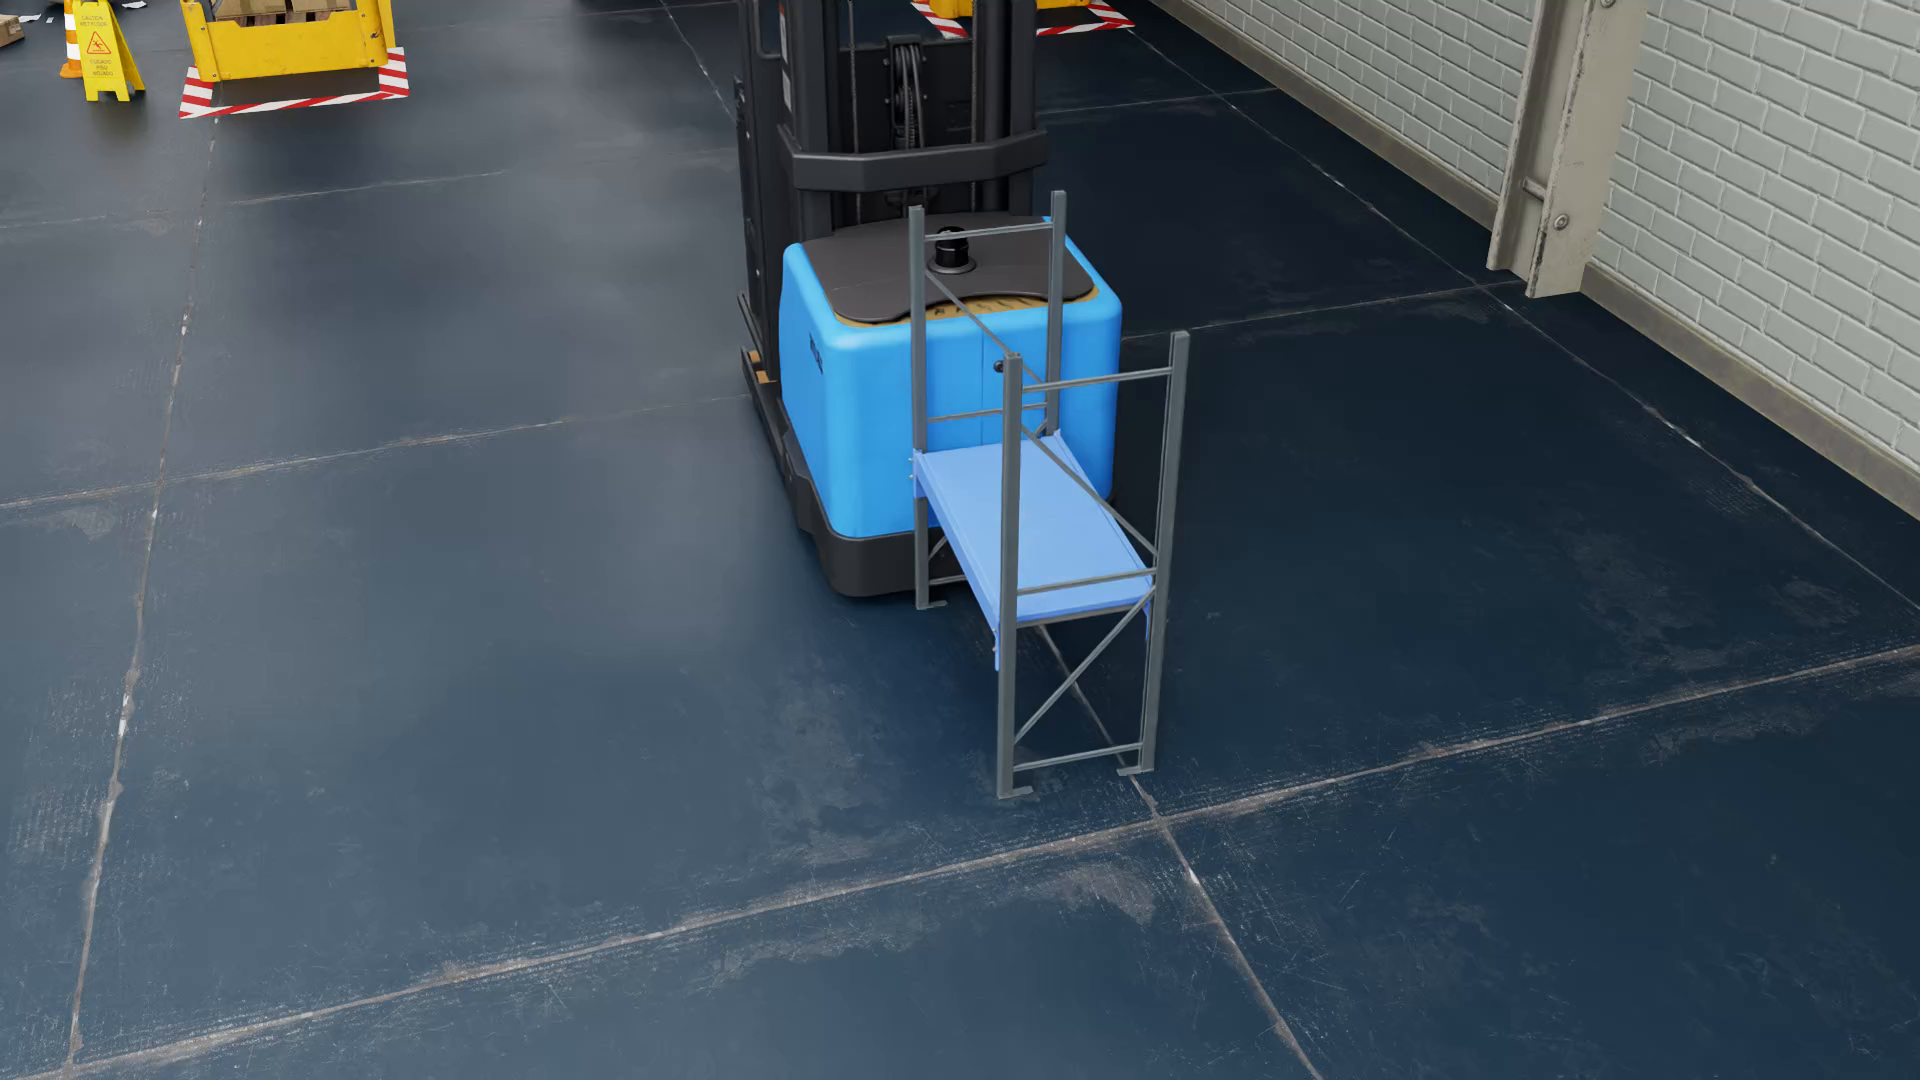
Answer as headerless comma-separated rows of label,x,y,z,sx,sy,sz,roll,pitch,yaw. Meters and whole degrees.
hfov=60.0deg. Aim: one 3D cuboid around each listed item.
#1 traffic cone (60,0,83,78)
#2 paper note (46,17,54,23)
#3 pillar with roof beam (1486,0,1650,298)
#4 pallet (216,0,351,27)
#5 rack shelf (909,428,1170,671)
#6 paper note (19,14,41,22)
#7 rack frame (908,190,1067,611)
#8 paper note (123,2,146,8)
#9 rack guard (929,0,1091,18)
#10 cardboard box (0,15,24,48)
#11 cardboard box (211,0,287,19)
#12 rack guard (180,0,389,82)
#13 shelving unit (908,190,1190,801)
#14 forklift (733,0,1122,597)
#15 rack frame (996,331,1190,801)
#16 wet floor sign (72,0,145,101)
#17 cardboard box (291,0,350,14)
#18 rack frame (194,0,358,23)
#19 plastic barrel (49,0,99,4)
traffic cone,-5.725,-3.292,10.813,0.336,0.463,0.334,-10,35,-15
paper note,-6.484,-3.705,11.847,0.032,0.001,0.123,-10,35,-15
pillar with roof beam,-1.263,-4.324,4.632,9.100,9.000,0.400,-10,35,-15
pallet,-4.603,-3.651,11.584,1.003,0.211,1.213,-10,35,-15
rack shelf,0.222,0.001,5.214,0.538,0.185,1.000,-9,34,-13
paper note,-6.666,-3.731,11.879,0.148,0.019,0.142,1,33,2
rack frame,0.087,-0.419,5.524,0.500,1.500,0.032,-9,34,-13
paper note,-6.029,-3.915,12.148,0.142,0.019,0.148,-23,40,-31
rack guard,0.368,-4.123,12.036,1.175,0.500,0.348,-10,35,-15
cardboard box,-6.689,-3.501,11.413,0.380,0.149,0.250,7,34,10
cardboard box,-4.875,-3.762,11.335,0.500,0.250,0.500,-10,35,-15
rack guard,-4.389,-3.339,10.849,1.175,0.500,0.348,-10,35,-15
shelving unit,0.222,-0.149,5.115,0.538,1.500,1.048,-9,34,-13
forklift,-0.323,-1.830,6.361,1.130,2.935,3.031,-9,34,-13
rack frame,0.356,0.121,4.706,0.500,1.500,0.032,-9,34,-13
wet floor sign,-5.326,-3.080,10.326,0.267,0.644,0.232,1,33,2
cardboard box,-4.348,-3.840,11.453,0.500,0.250,0.500,-10,35,-15
rack frame,-4.365,-4.342,10.100,1.000,3.000,0.127,-10,35,-15
plastic barrel,-6.437,-4.097,12.066,0.512,0.421,0.421,13,36,18
